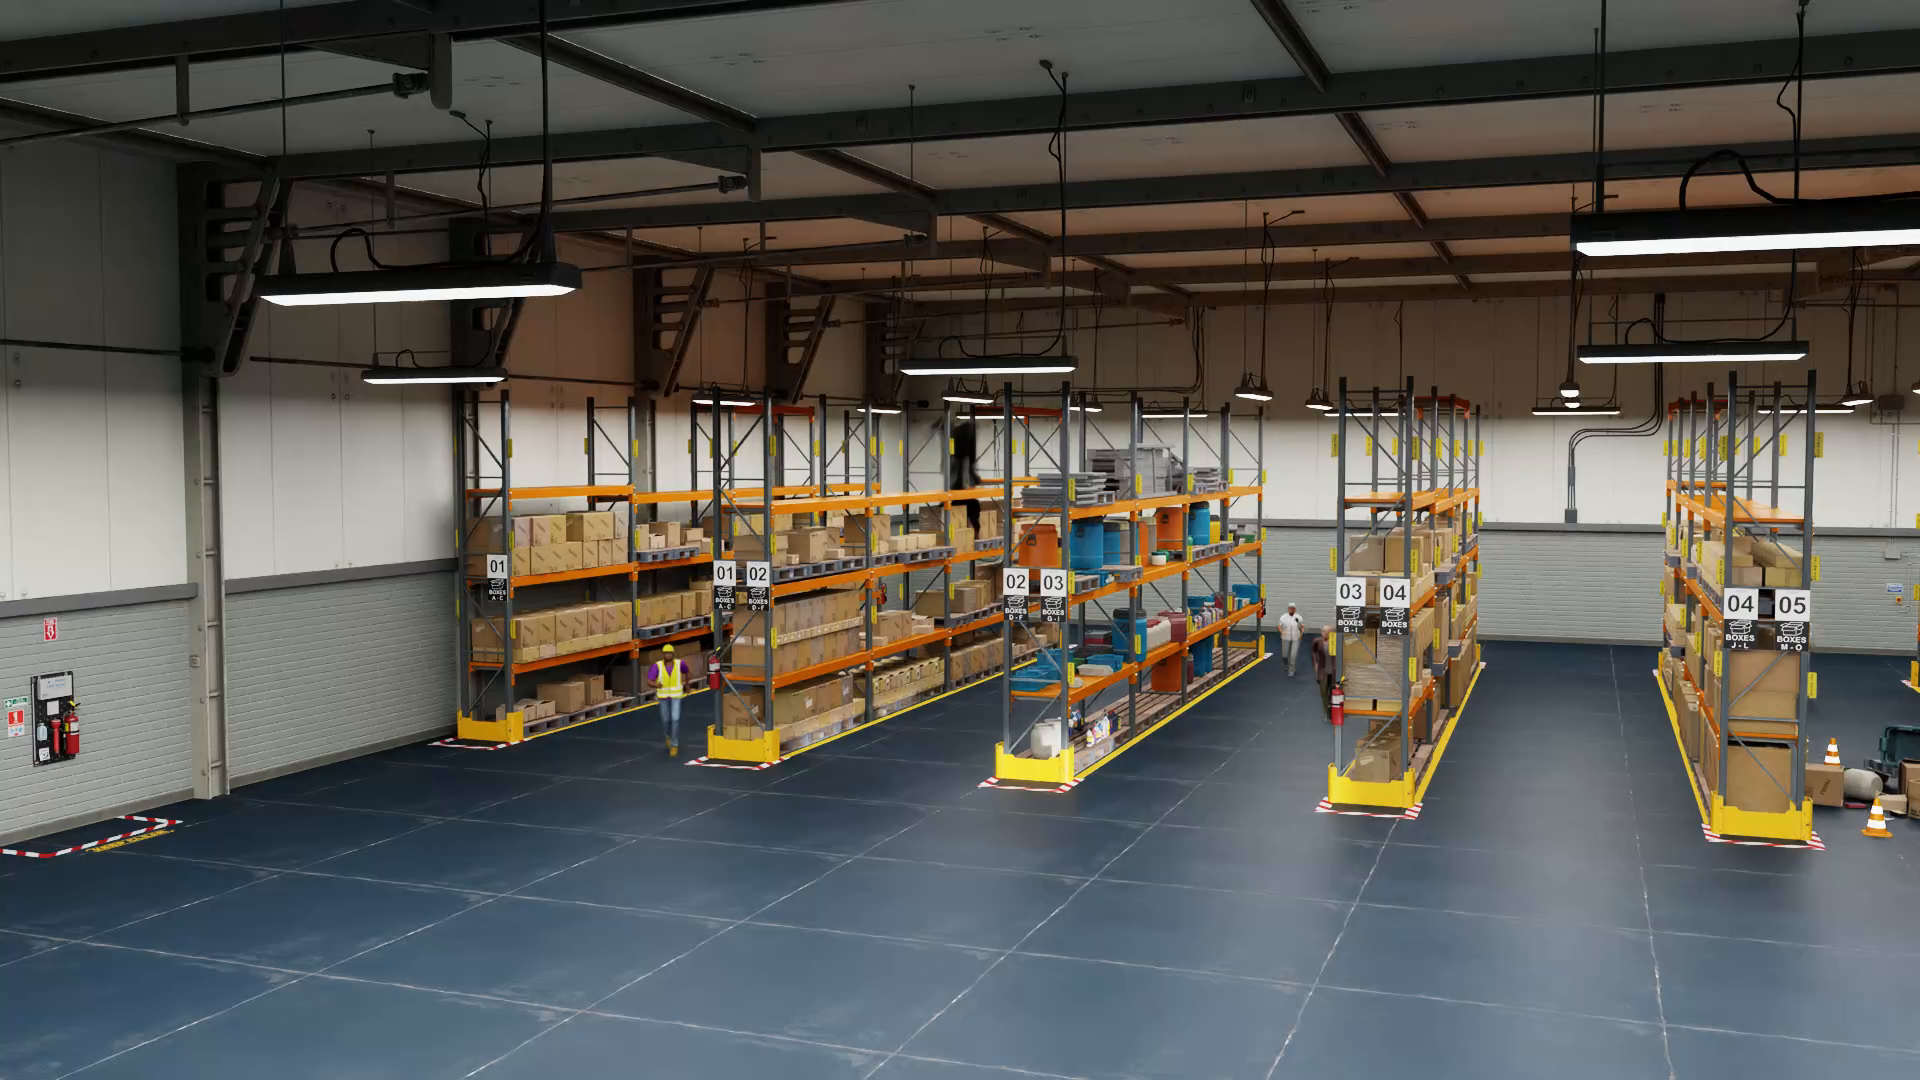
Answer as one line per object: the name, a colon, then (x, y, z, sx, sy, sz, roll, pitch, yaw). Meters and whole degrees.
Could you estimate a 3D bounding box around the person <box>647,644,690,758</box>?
person: (-4.782, 2.605, 27.305, 0.681, 1.806, 0.924, 0, 3, -7)

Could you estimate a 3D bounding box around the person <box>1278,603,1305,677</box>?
person: (7.274, 2.183, 36.497, 0.595, 1.622, 0.560, 1, 3, 11)

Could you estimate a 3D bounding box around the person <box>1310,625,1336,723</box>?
person: (6.831, 2.454, 30.821, 0.712, 1.777, 0.977, 1, 3, 17)
